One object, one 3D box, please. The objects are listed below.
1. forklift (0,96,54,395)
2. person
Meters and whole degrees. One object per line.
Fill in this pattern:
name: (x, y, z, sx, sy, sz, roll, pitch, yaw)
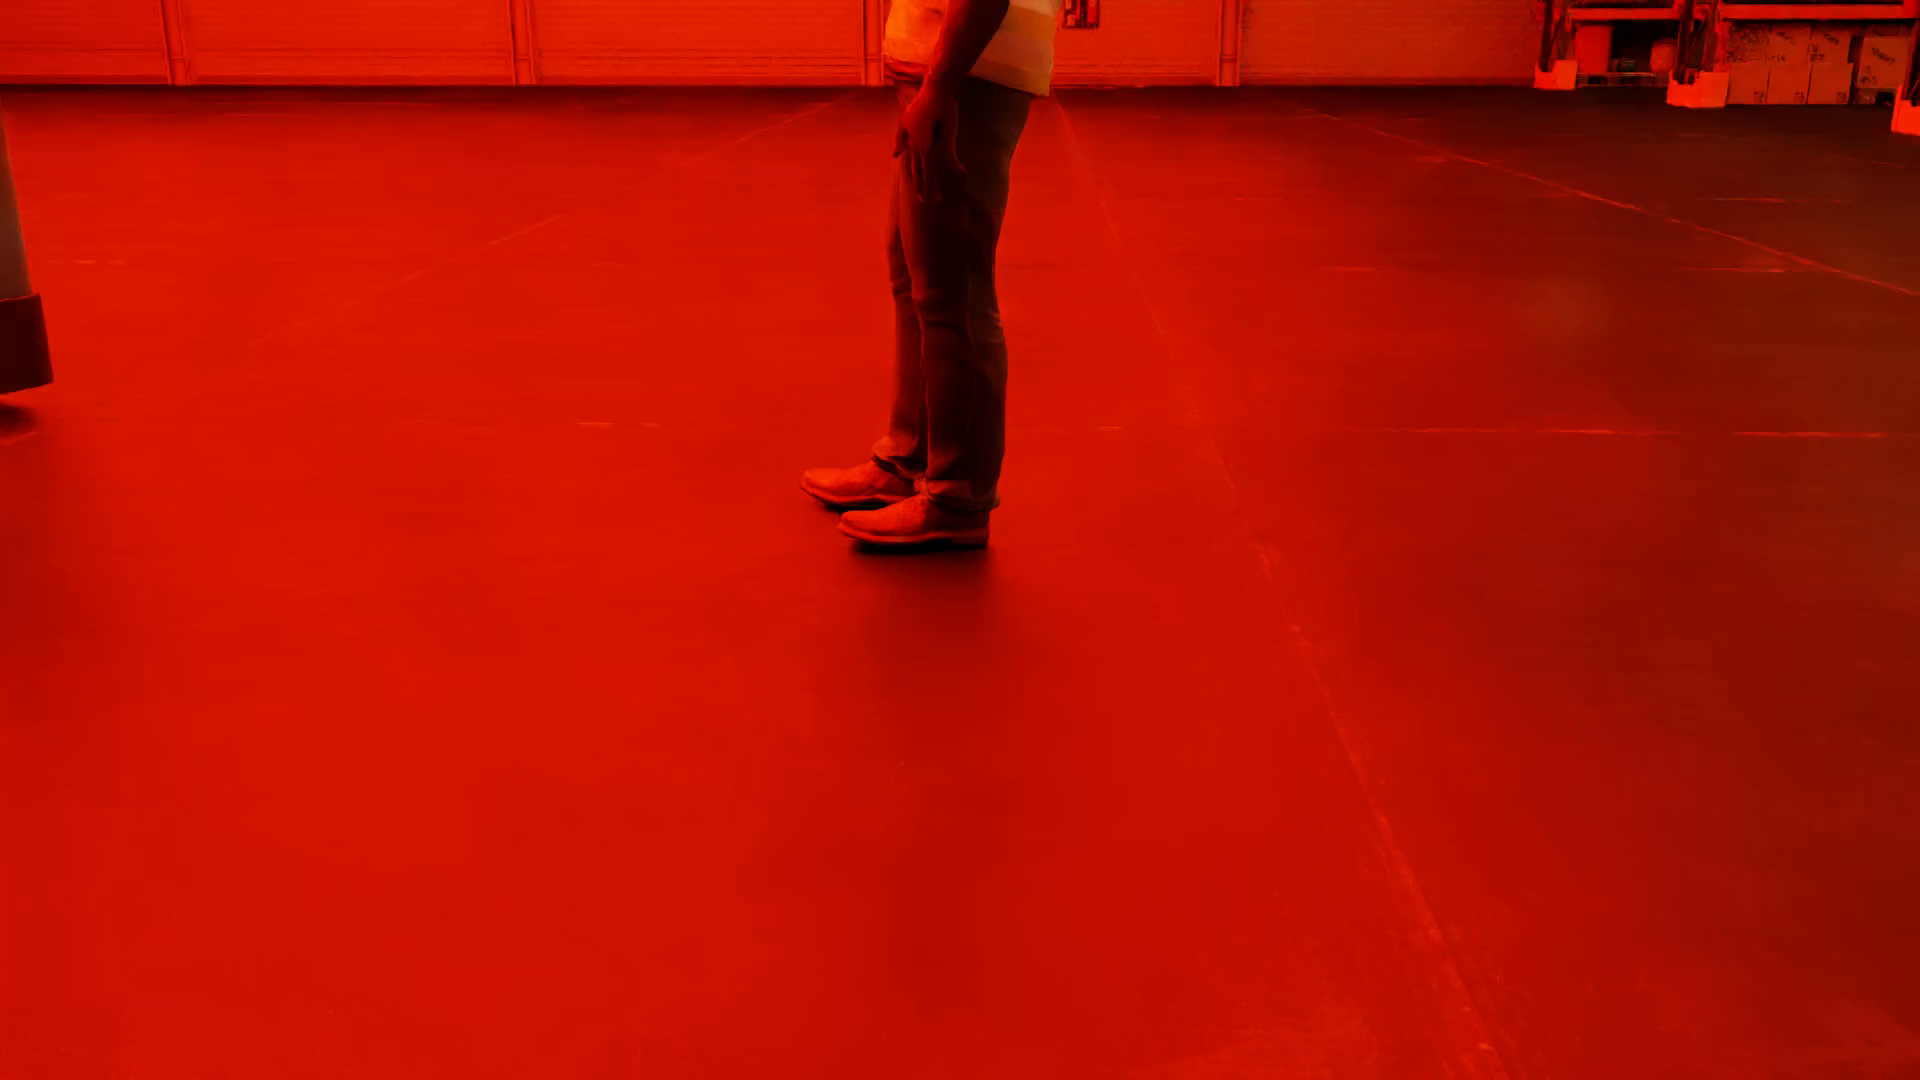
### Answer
forklift: (-4.027, -1.795, 4.209, 3.031, 2.935, 1.130, 7, 19, 21)
person: (-0.069, -0.852, 3.115, 0.576, 1.766, 0.665, 1, 17, 2)
